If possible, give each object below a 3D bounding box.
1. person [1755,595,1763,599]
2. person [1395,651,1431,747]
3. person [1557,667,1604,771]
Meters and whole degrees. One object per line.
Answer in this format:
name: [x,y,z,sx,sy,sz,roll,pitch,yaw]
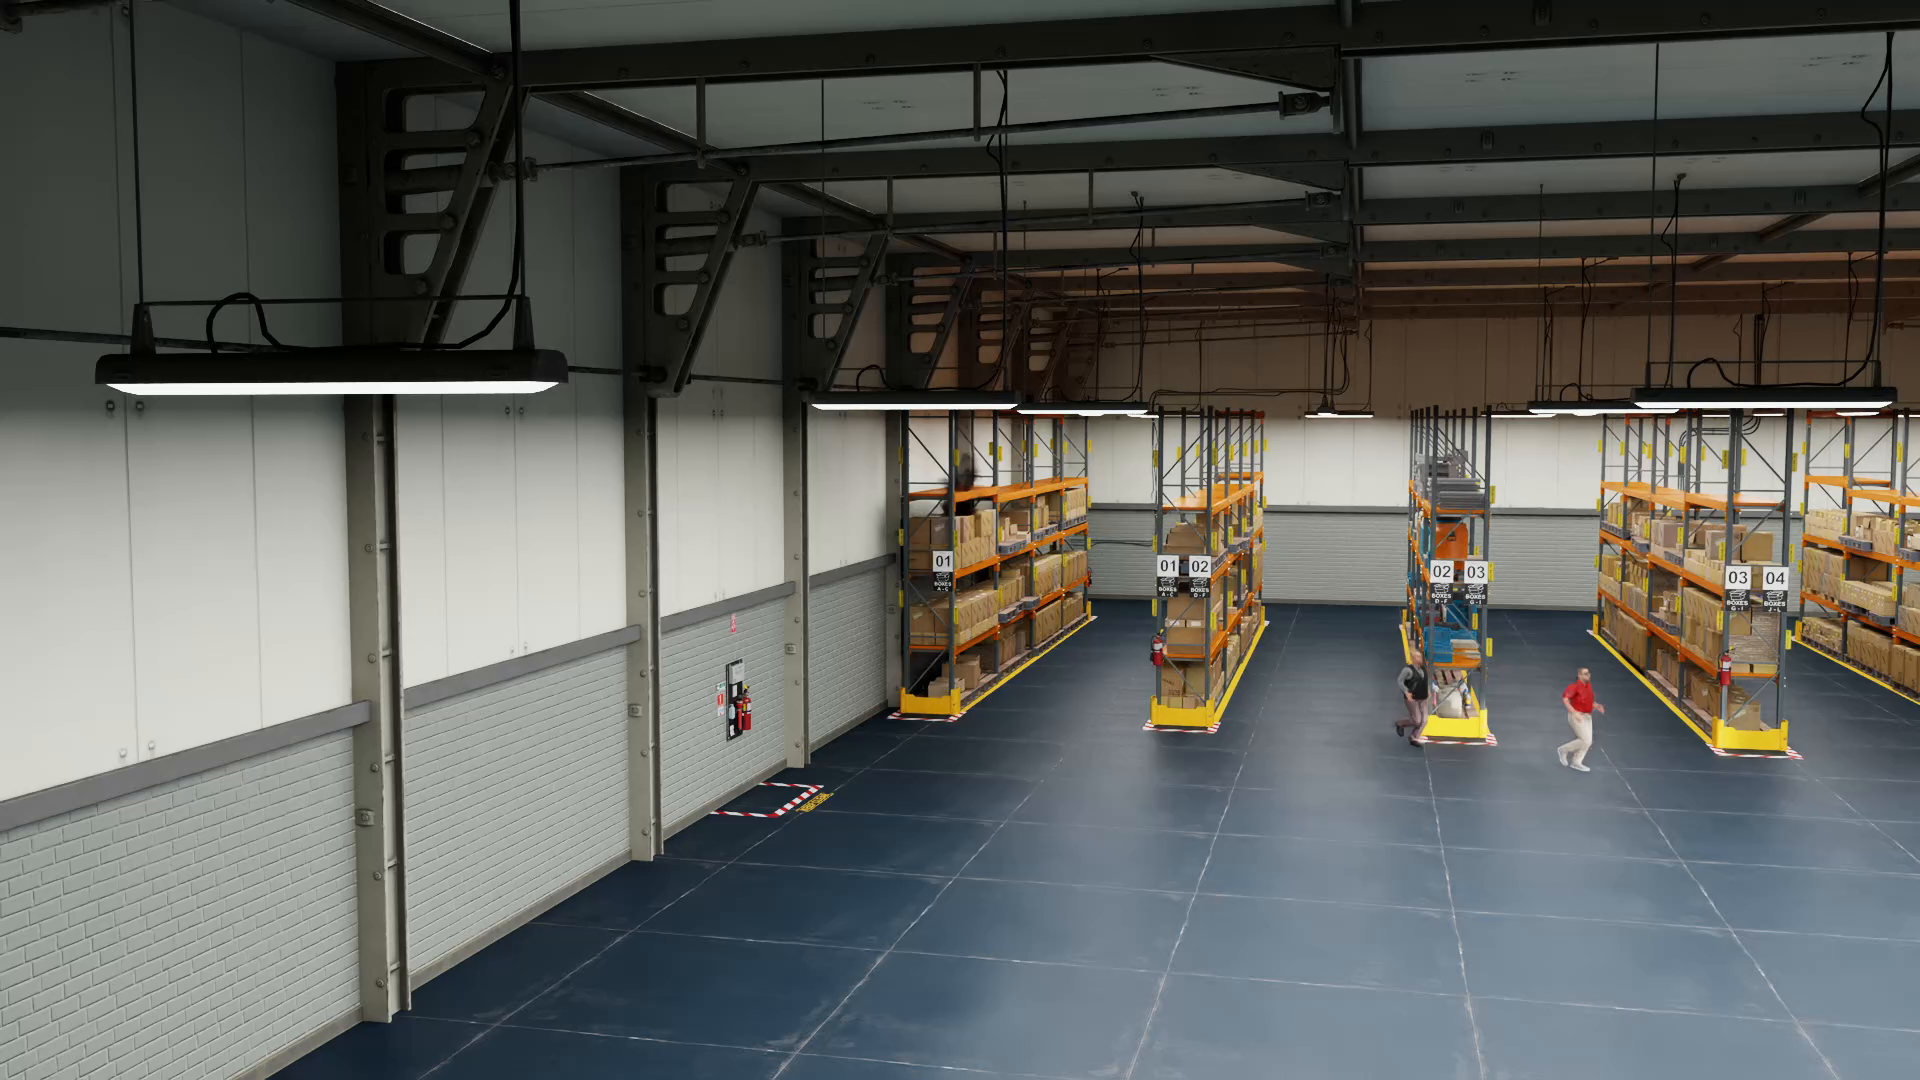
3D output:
person: [20.504,1.828,43.087,0.634,1.626,0.823,2,5,31]
person: [8.009,2.791,29.312,0.664,1.675,0.584,-2,5,-27]
person: [10.194,2.929,27.256,0.650,1.697,0.636,-4,6,-43]
